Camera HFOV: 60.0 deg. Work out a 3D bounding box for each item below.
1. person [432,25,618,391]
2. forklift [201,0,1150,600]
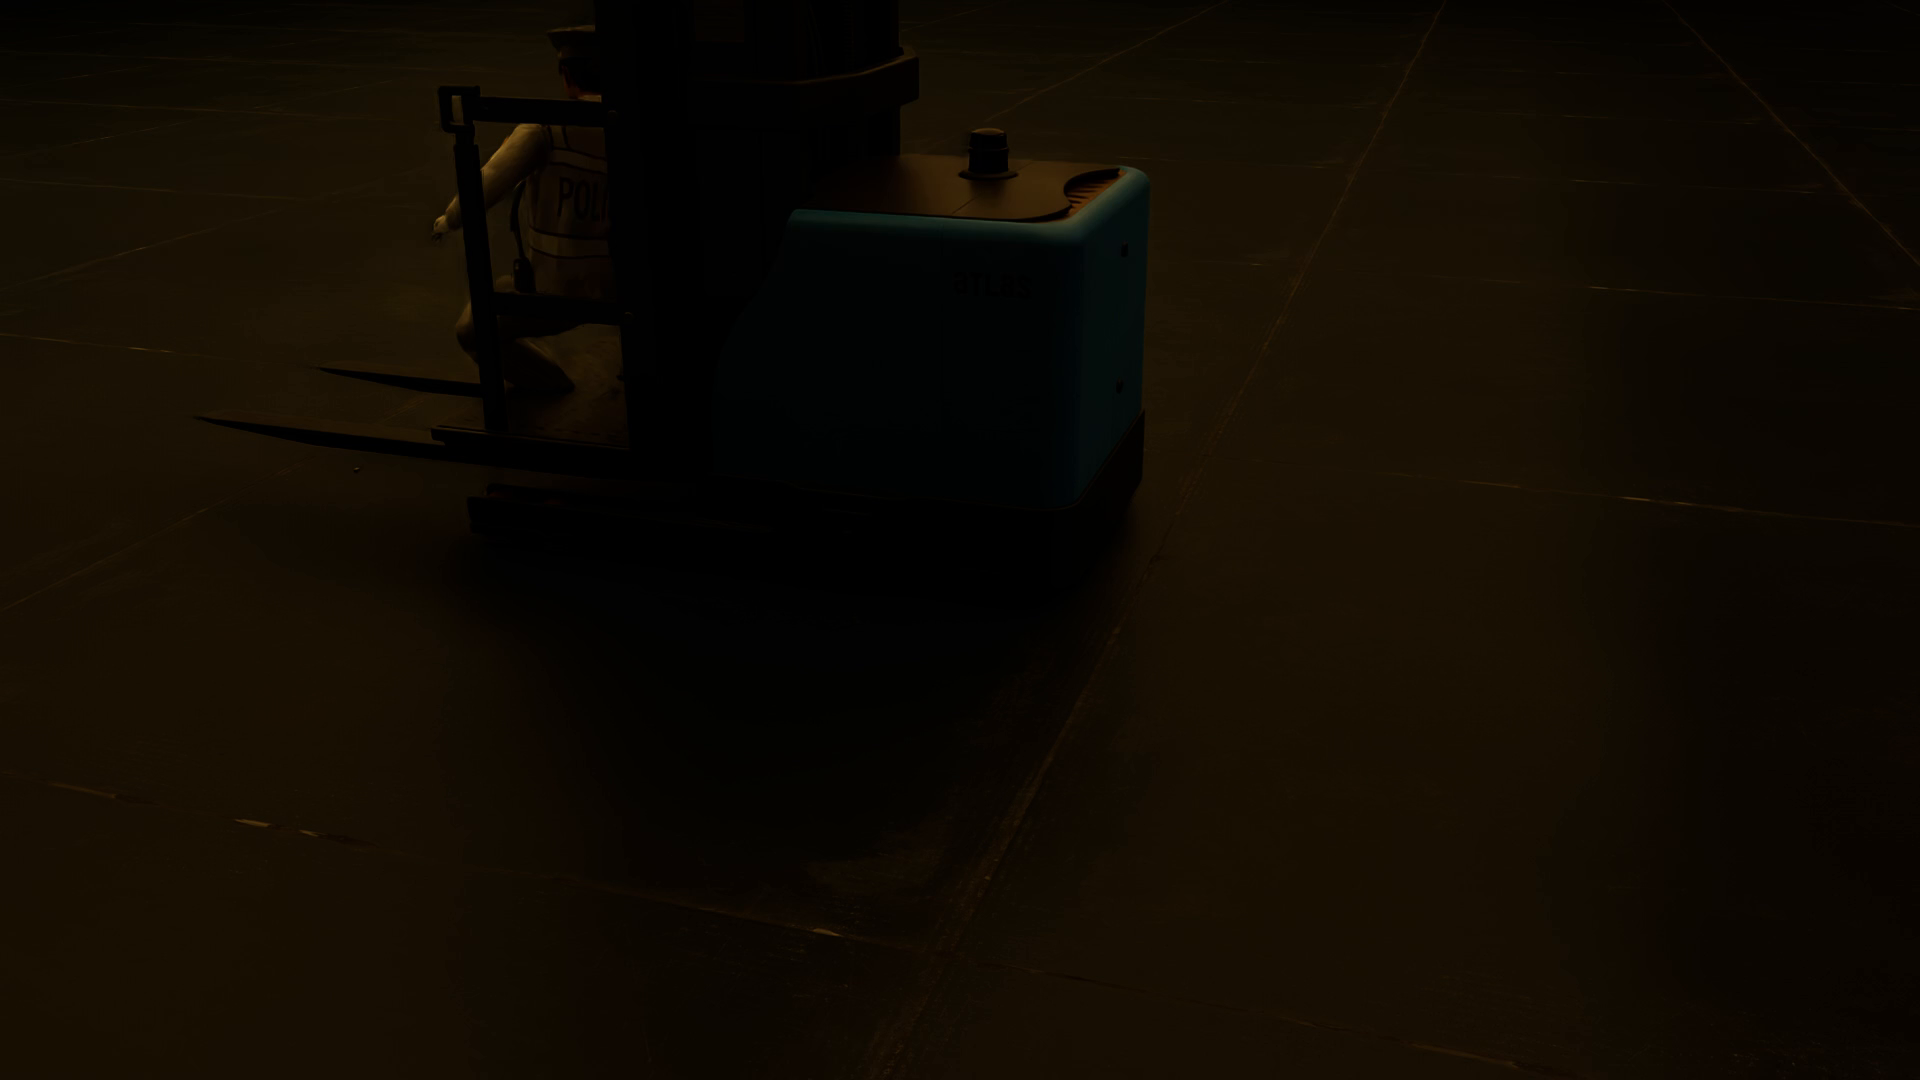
[{"bbox_3d":[-1.229,-0.929,5.321,0.833,1.397,0.732,-15,27,-33],"label":"person"},{"bbox_3d":[-0.983,-1.503,4.919,3.031,2.935,1.130,7,23,16],"label":"forklift"}]
